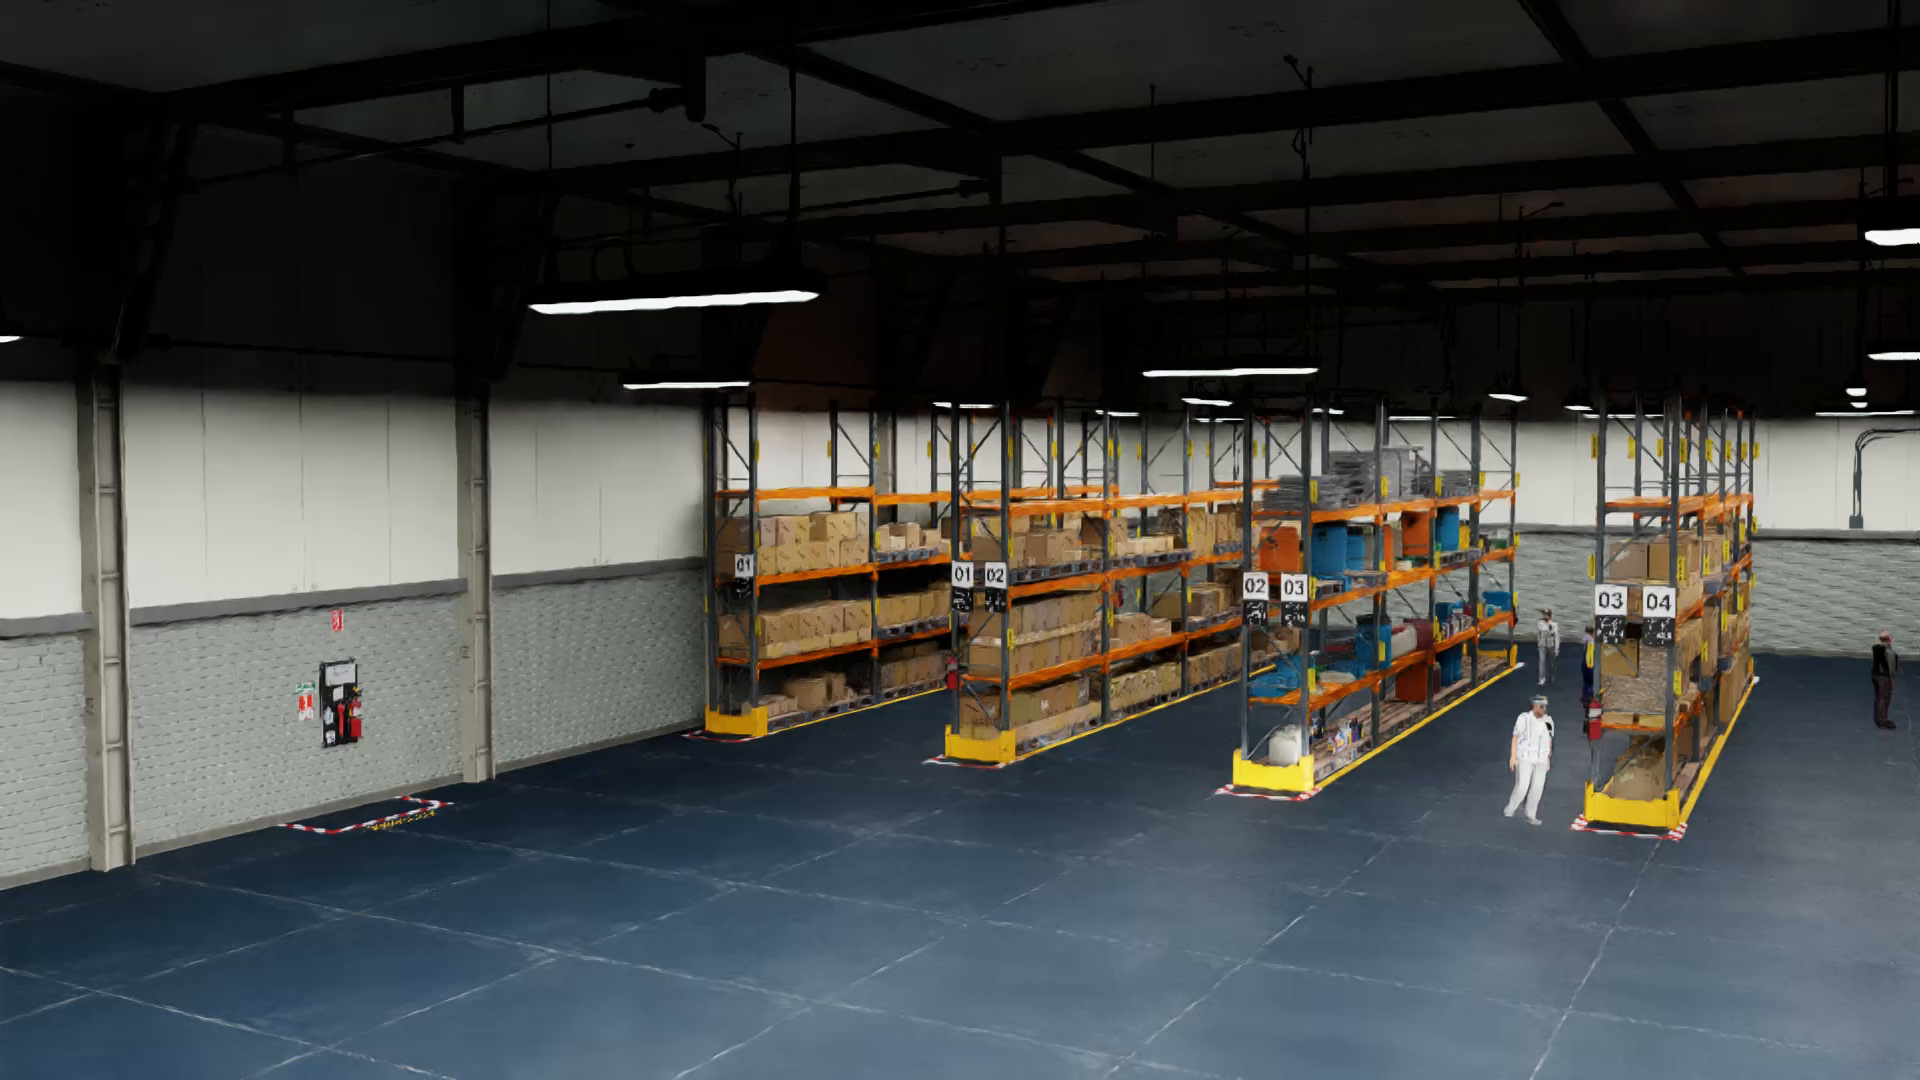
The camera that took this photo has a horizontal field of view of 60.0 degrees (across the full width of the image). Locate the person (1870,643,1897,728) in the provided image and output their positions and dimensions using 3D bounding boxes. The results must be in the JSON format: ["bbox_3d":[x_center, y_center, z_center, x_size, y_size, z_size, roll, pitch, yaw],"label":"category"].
[{"bbox_3d":[16.742,2.618,30.050,0.448,1.500,0.505,0,3,-1],"label":"person"}]

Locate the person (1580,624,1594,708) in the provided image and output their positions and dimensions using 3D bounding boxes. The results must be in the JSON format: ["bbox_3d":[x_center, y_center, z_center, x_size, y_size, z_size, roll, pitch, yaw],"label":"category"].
[{"bbox_3d":[14.498,2.812,25.394,4.731,1.651,14.198,0,3,-1],"label":"person"}]

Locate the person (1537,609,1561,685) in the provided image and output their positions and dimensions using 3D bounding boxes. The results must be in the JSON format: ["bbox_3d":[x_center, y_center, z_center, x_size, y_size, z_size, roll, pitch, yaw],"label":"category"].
[{"bbox_3d":[6.491,1.417,36.846,12.547,3.171,4.152,2,3,28],"label":"person"}]

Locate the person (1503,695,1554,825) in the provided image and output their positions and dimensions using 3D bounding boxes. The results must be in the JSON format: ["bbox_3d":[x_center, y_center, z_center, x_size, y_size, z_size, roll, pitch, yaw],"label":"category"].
[{"bbox_3d":[7.607,2.923,22.305,0.551,1.753,0.557,0,3,-7],"label":"person"}]
